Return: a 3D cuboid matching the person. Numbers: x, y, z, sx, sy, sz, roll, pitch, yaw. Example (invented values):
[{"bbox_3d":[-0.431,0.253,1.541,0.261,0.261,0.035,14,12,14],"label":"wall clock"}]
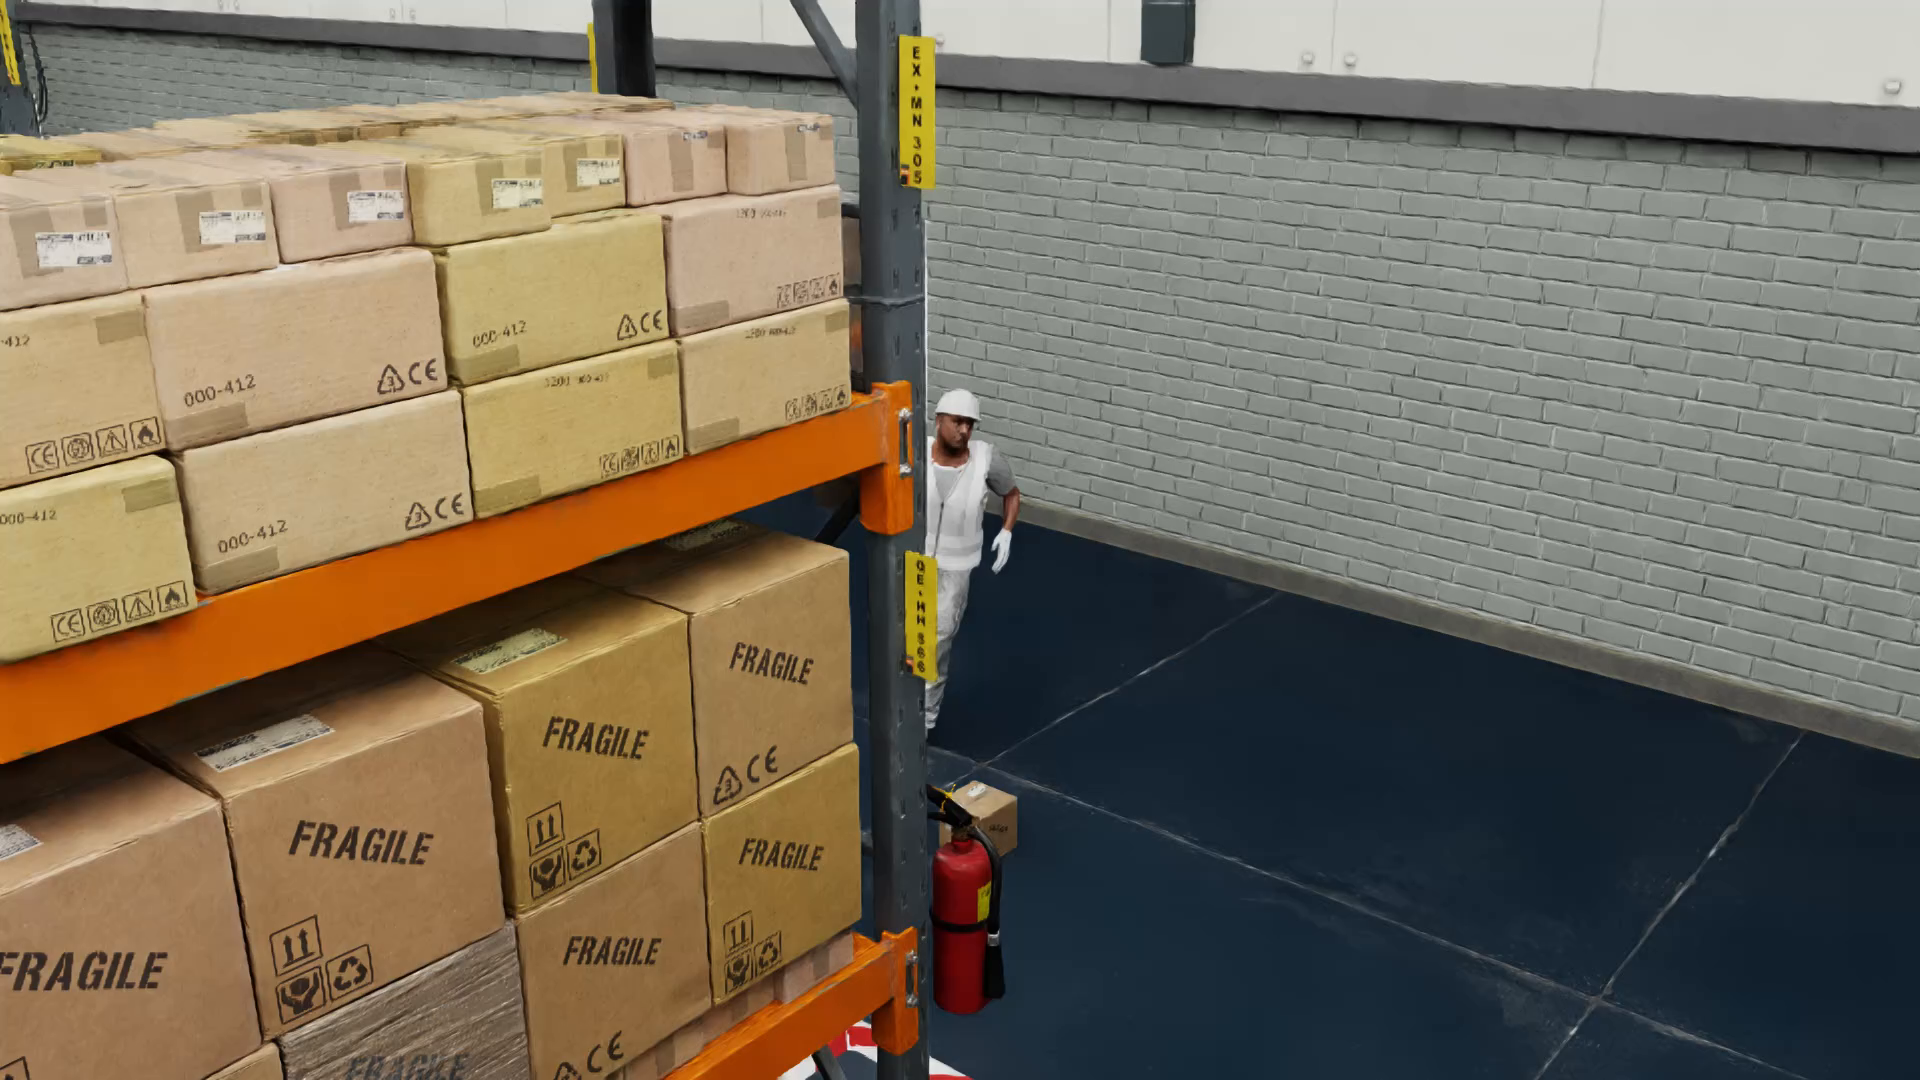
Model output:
[{"bbox_3d":[-0.093,0.121,8.199,0.743,1.756,0.828,2,20,6],"label":"person"}]
